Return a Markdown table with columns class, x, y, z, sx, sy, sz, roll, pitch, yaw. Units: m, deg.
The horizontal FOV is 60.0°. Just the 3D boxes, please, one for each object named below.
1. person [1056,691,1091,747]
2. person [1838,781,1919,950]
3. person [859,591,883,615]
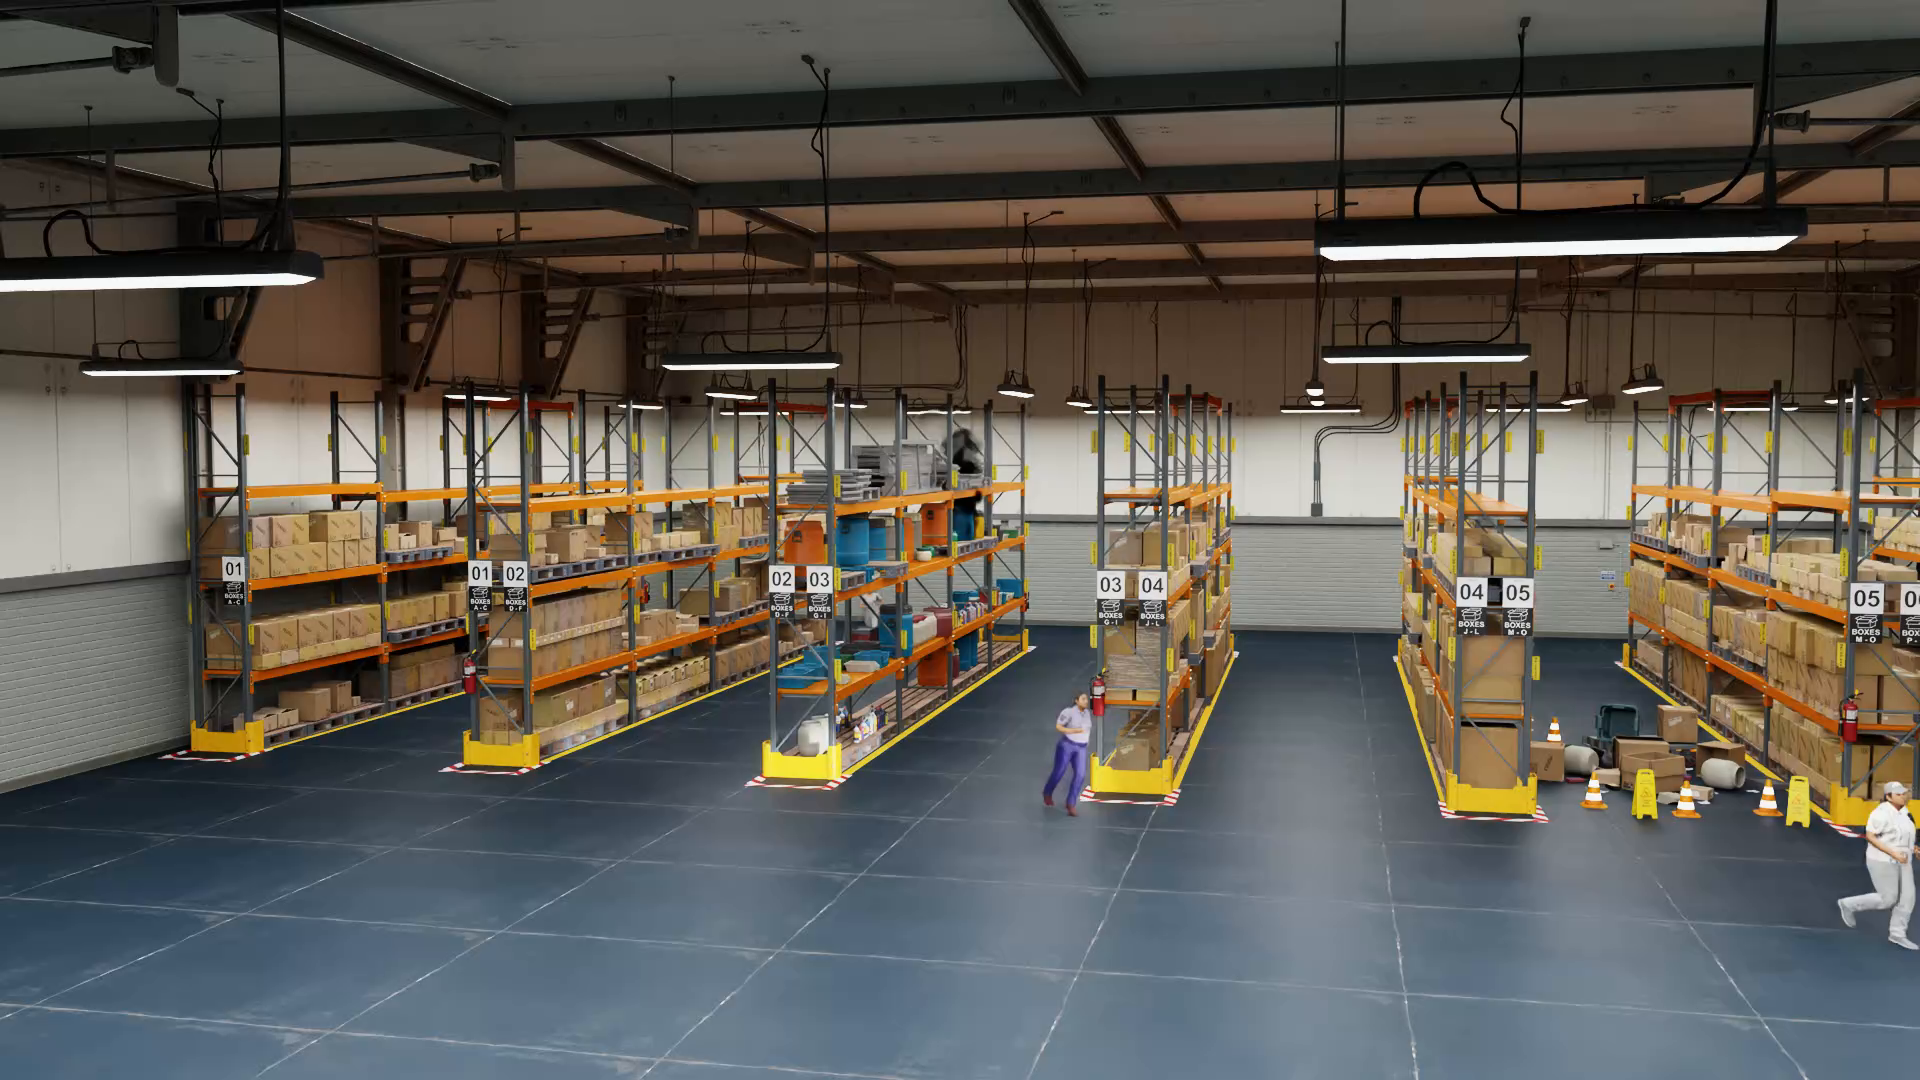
| class | x | y | z | sx | sy | sz | roll | pitch | yaw |
| --- | --- | --- | --- | --- | --- | --- | --- | --- | --- |
| person | 1.590 | 2.465 | 22.721 | 0.612 | 0.771 | 0.556 | -1 | 4 | -22 |
| person | 9.335 | 3.238 | 16.774 | 0.612 | 1.659 | 0.727 | -2 | 4 | -30 |
| person | -2.156 | 1.869 | 40.268 | 0.560 | 1.675 | 0.679 | 0 | 3 | 2 |
